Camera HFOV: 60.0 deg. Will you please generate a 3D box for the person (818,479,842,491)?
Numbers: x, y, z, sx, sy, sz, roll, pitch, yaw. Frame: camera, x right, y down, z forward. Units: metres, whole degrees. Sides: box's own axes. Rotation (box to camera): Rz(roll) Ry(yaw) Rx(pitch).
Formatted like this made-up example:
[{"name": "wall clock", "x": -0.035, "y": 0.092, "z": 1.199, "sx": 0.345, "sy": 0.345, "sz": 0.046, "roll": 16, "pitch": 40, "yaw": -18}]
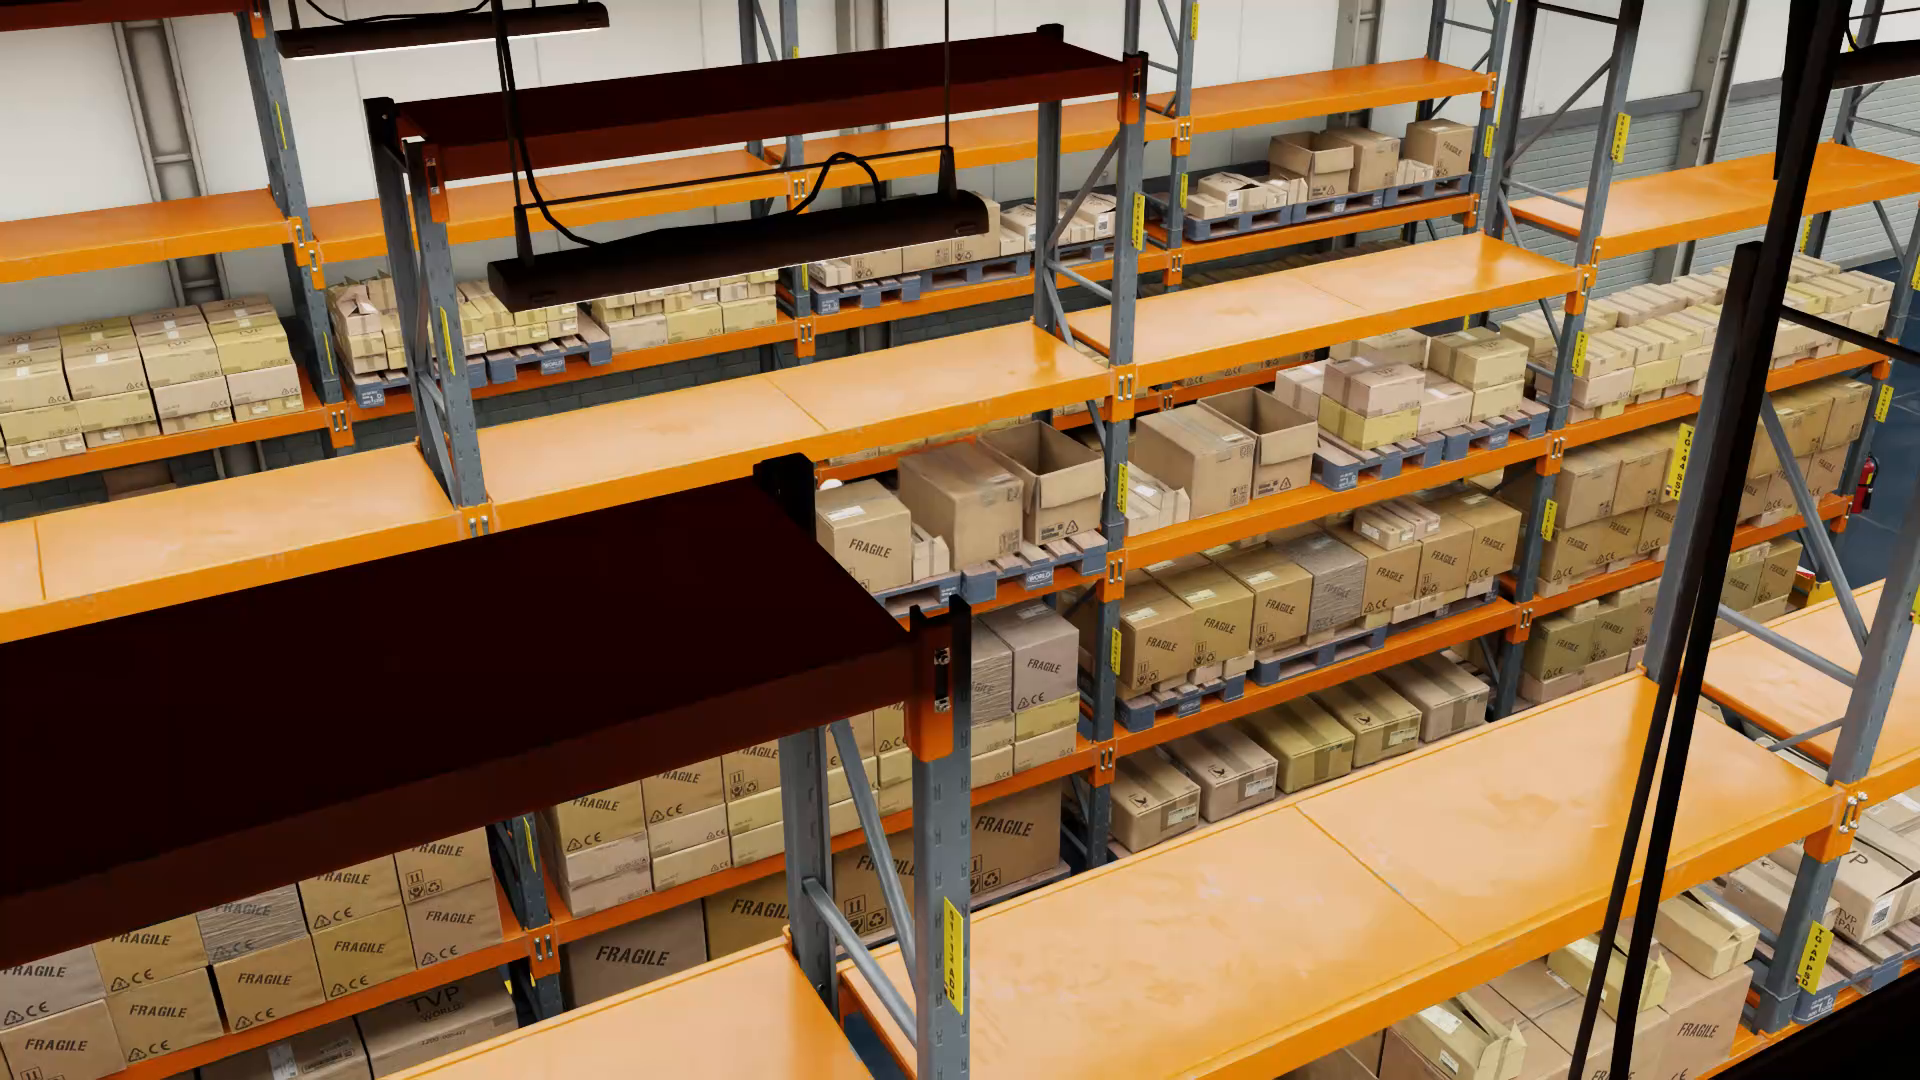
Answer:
[{"name": "person", "x": -1.009, "y": 0.203, "z": 14.850, "sx": 0.772, "sy": 1.664, "sz": 0.674, "roll": -13, "pitch": 31, "yaw": -24}]
